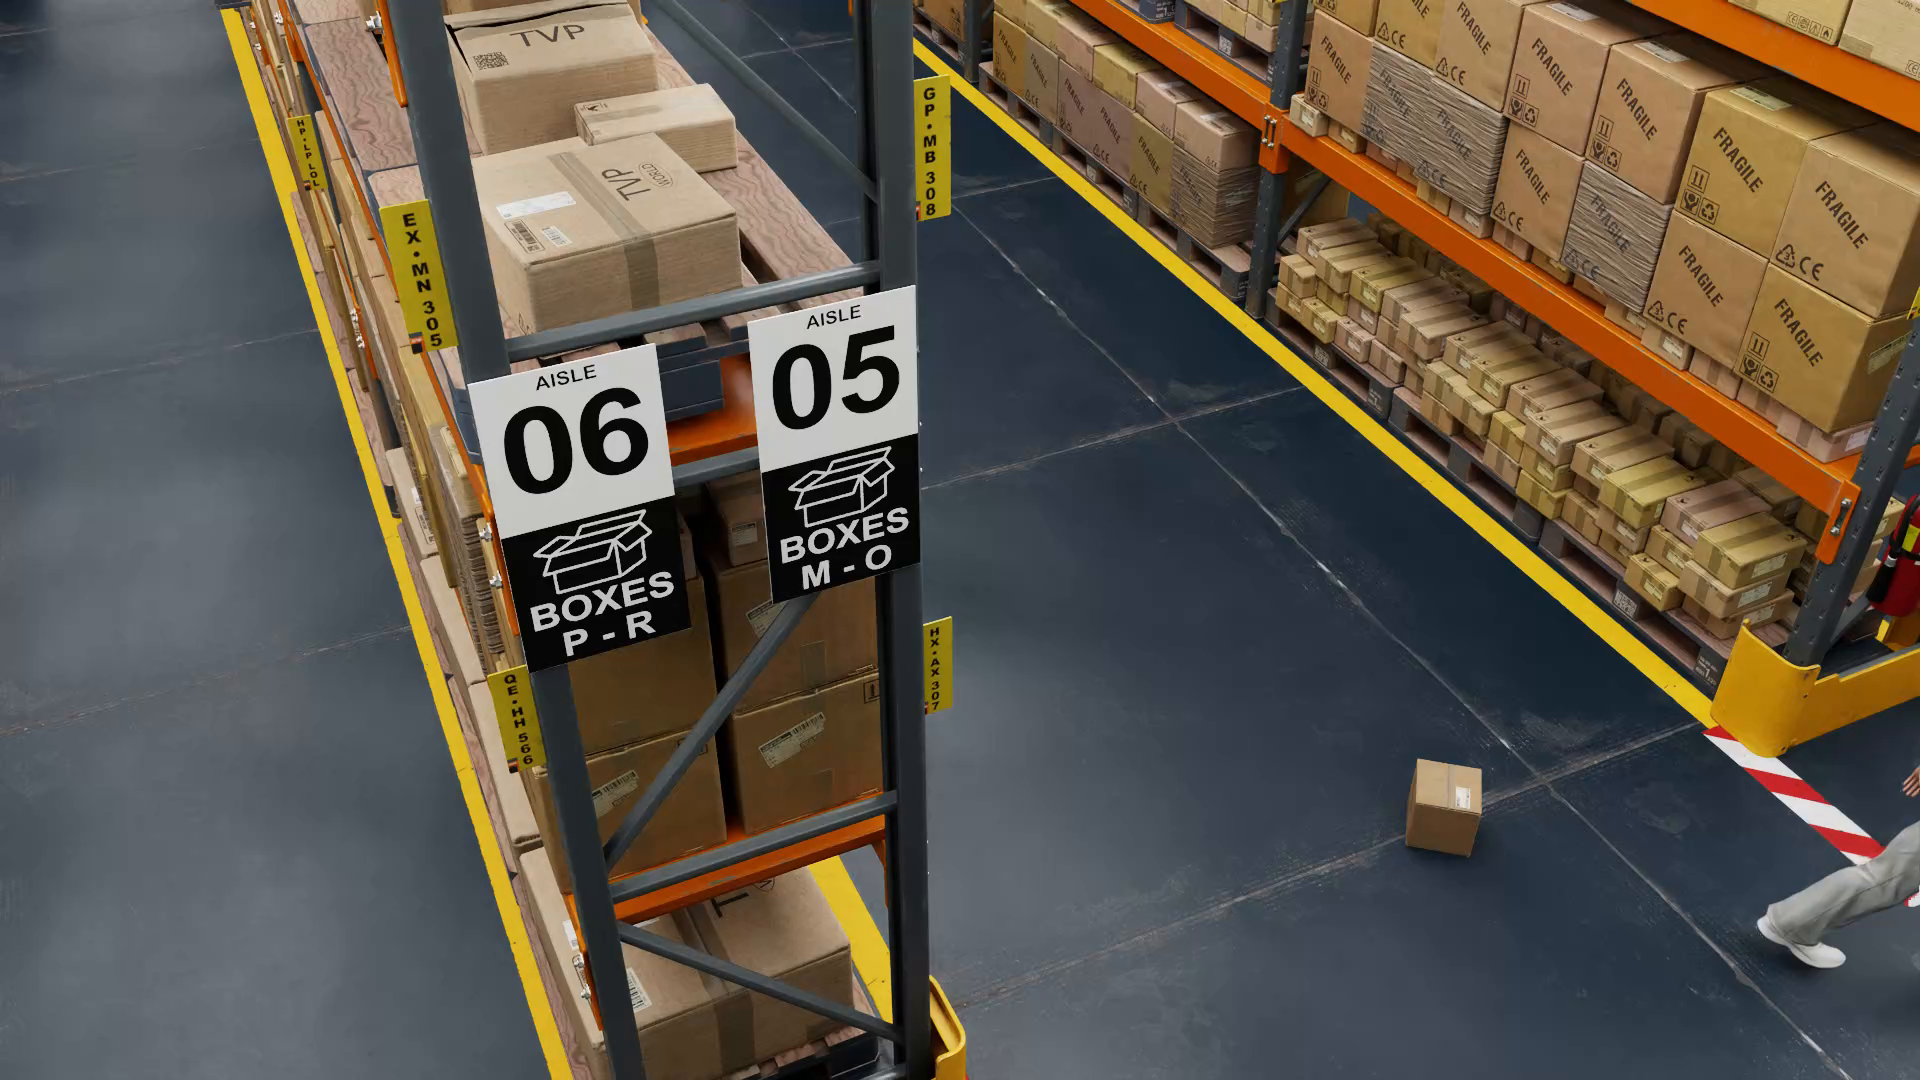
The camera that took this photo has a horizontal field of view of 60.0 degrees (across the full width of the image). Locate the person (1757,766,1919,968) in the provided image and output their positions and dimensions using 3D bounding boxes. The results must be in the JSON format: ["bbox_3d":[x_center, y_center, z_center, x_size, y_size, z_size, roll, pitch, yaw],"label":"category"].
[{"bbox_3d":[3.475,0.929,5.646,1.035,1.620,0.481,14,40,18],"label":"person"}]
